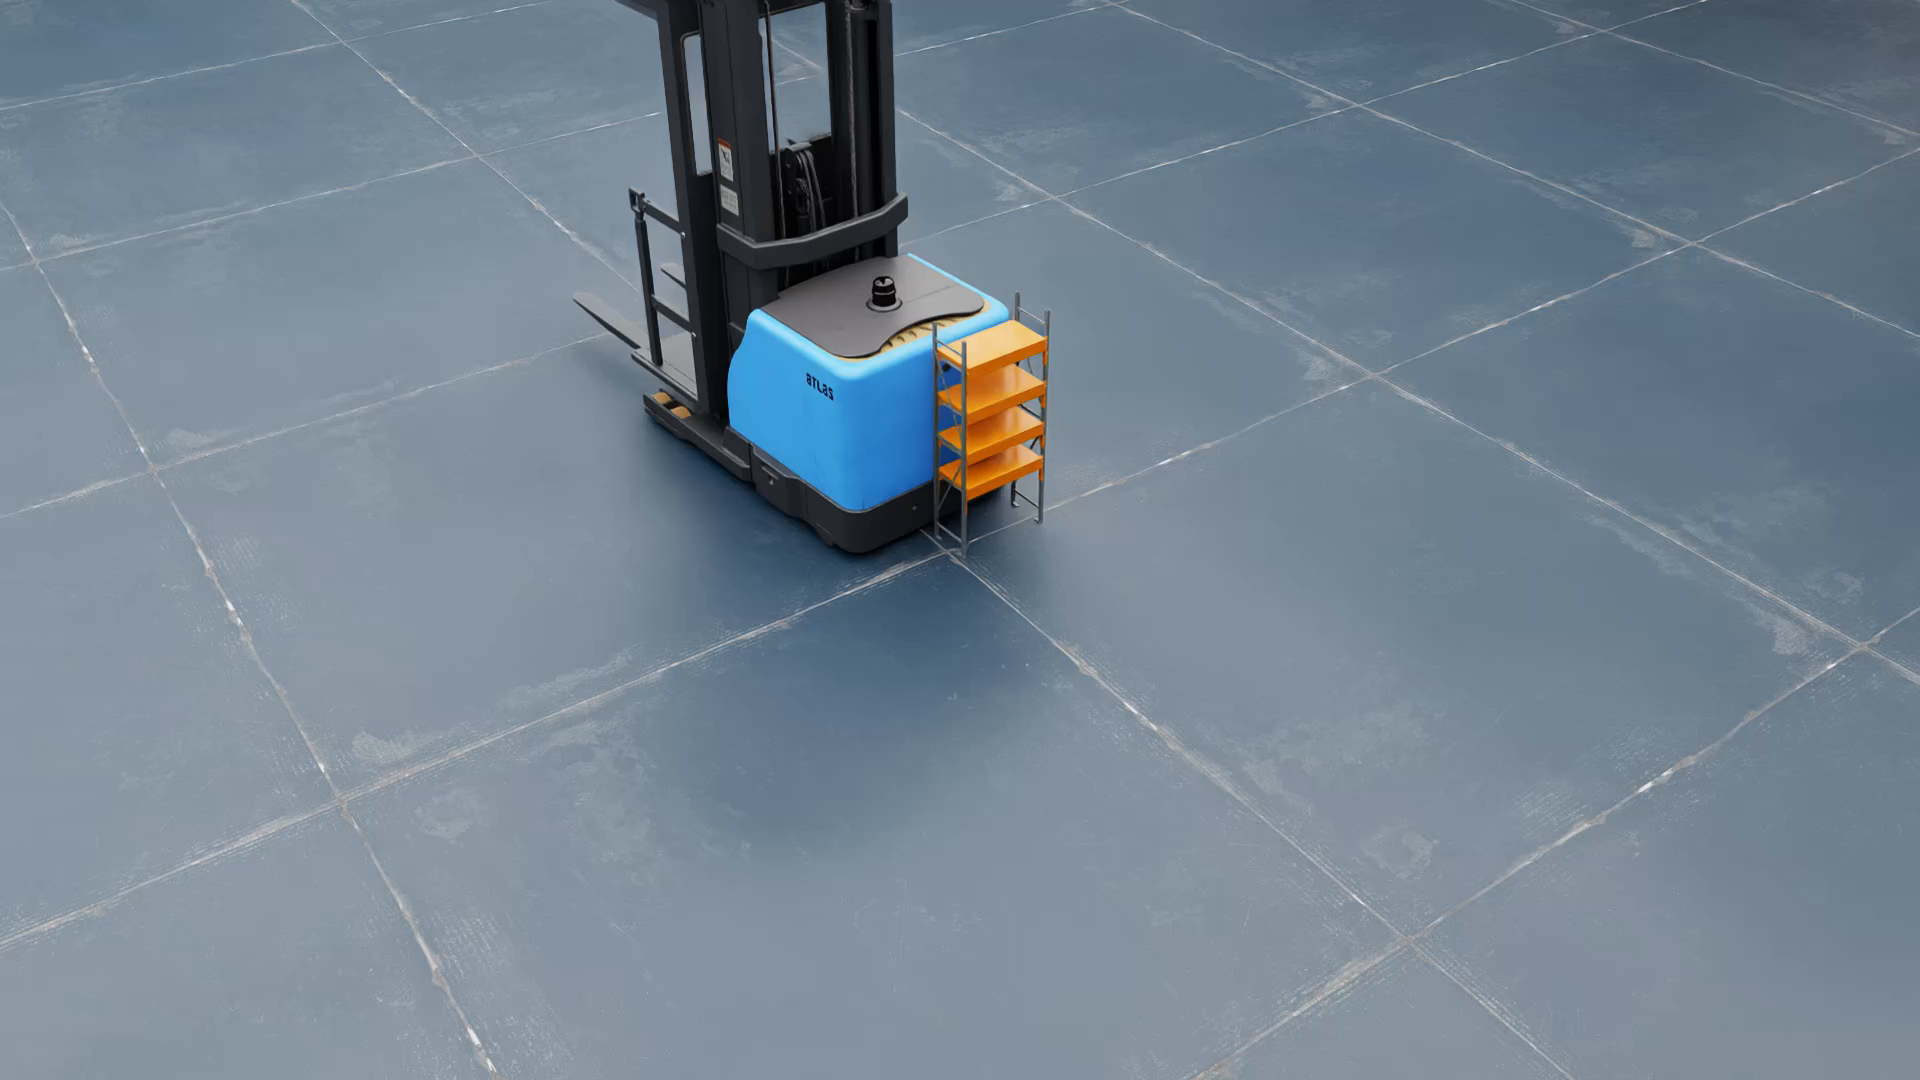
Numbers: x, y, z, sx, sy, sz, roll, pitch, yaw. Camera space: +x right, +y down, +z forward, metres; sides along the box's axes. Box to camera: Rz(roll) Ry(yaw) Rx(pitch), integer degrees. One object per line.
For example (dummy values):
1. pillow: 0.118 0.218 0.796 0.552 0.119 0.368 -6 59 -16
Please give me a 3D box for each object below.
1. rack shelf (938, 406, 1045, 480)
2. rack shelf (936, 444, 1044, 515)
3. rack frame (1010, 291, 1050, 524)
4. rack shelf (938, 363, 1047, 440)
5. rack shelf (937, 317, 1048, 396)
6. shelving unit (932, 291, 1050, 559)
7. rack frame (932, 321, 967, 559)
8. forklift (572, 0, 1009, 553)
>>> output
1. rack shelf: 0.144 -0.485 8.012 0.480 0.148 0.258 -24 42 -30
2. rack shelf: 0.144 -0.324 8.128 0.480 0.148 0.258 -24 42 -30
3. rack frame: 0.337 -0.627 8.094 0.015 1.200 0.240 -24 42 -30
4. rack shelf: 0.144 -0.667 7.881 0.480 0.148 0.258 -24 42 -30
5. rack shelf: 0.144 -0.859 7.743 0.480 0.148 0.258 -24 42 -30
6. shelving unit: 0.144 -0.540 7.973 0.503 1.200 0.258 -24 42 -30
7. rack frame: -0.049 -0.452 7.852 0.015 1.200 0.240 -24 42 -30
8. forklift: -1.080 -1.916 8.404 1.130 2.935 3.031 -26 43 -32
